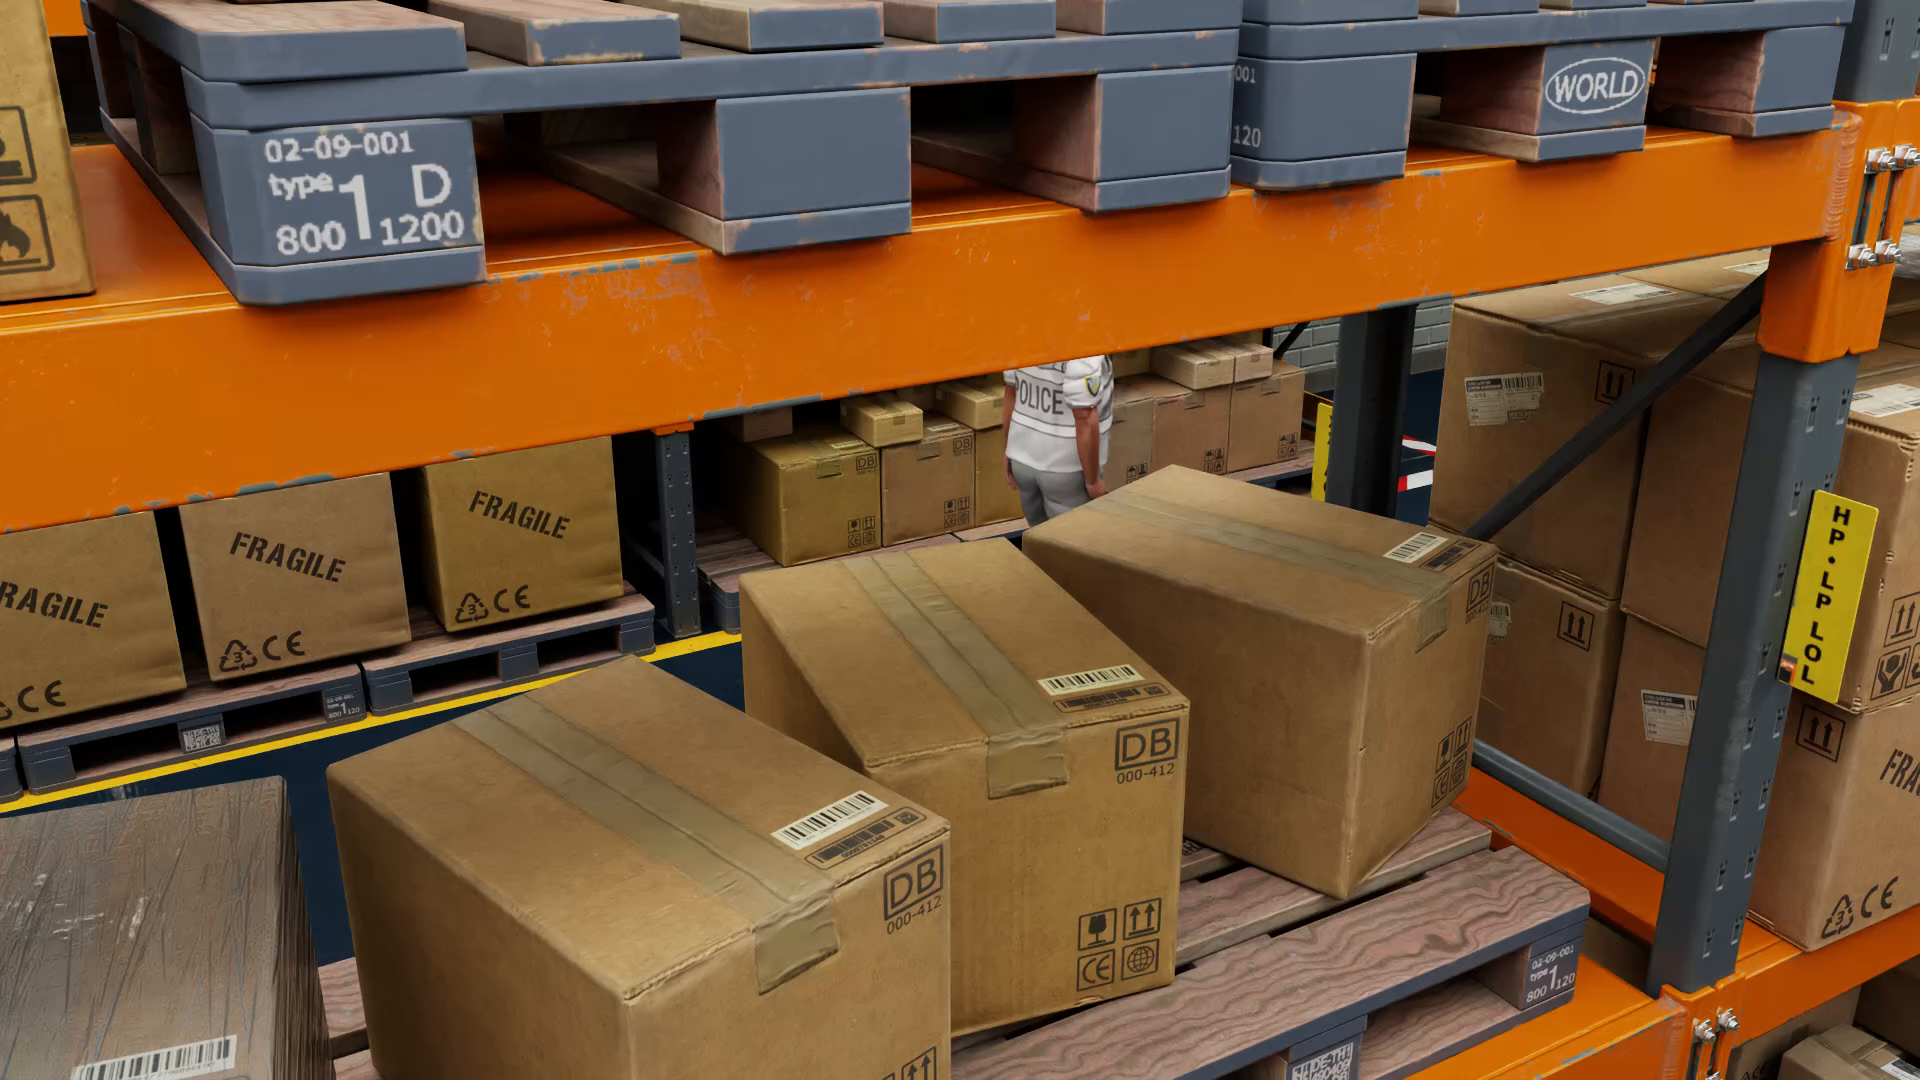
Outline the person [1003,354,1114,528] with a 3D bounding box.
[{"bbox_3d":[0.481,-0.352,6.943,0.590,1.754,0.555,-17,27,-36],"label":"person"}]
